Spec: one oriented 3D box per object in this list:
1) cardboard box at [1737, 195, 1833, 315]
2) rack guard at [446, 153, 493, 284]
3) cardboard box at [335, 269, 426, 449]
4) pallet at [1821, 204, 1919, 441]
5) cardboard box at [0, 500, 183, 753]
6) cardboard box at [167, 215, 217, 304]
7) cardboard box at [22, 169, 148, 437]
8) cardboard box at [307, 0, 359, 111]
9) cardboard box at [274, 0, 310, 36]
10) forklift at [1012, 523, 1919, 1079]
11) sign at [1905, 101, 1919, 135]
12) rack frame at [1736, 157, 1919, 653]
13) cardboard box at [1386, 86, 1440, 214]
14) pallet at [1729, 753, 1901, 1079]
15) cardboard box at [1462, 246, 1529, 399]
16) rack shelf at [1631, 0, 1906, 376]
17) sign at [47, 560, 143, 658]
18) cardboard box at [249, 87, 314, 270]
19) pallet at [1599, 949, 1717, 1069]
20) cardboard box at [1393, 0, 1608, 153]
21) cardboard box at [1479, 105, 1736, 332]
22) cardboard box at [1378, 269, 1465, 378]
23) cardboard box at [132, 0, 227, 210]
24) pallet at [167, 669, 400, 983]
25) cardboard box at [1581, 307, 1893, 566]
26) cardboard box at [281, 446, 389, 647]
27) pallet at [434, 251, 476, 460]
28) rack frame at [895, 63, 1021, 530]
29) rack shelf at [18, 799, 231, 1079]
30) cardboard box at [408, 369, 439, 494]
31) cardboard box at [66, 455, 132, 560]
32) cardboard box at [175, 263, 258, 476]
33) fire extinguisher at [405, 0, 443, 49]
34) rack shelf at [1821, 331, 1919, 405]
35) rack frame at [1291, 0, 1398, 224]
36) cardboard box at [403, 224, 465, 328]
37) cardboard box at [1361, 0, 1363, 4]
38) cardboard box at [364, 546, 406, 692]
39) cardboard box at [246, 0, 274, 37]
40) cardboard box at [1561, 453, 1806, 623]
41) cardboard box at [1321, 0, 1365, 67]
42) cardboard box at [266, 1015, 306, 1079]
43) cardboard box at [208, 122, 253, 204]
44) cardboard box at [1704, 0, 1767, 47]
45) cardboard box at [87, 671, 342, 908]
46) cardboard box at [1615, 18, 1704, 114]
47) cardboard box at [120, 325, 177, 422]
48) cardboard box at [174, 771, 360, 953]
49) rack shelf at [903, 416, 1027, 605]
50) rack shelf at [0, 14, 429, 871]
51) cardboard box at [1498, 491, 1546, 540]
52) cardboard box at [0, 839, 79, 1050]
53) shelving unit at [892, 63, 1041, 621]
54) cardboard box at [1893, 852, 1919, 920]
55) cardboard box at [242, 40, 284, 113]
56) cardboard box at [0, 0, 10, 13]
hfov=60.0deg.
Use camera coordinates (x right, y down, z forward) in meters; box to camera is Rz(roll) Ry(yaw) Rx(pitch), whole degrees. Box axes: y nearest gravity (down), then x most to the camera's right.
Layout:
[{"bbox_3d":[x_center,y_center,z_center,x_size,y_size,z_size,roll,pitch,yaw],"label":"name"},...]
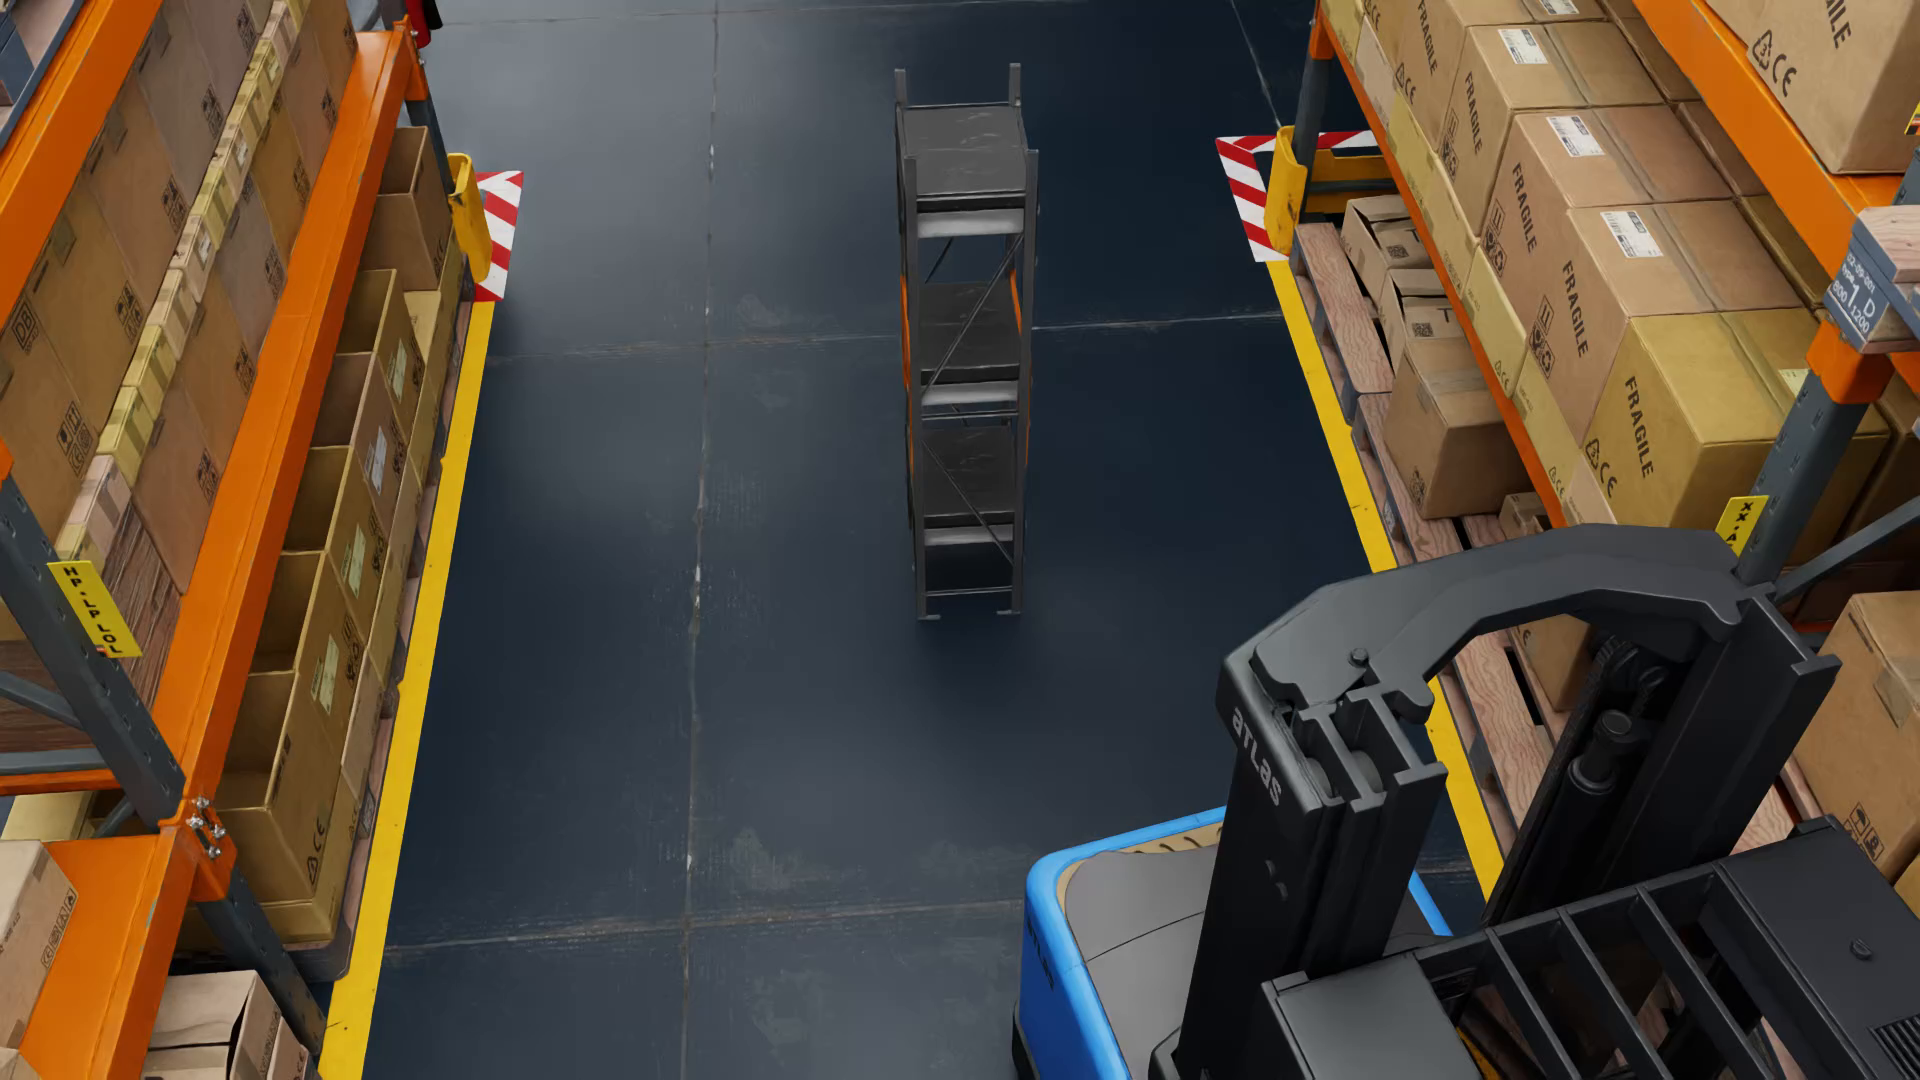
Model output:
[{"bbox_3d":[2.555,-0.672,4.893,0.500,0.500,0.500,-4,47,-4],"label":"cardboard box"},{"bbox_3d":[-2.848,-1.480,7.807,1.175,0.500,0.348,-3,47,-3],"label":"rack guard"},{"bbox_3d":[-2.406,-0.686,6.422,0.500,0.500,0.500,-3,47,-3],"label":"cardboard box"},{"bbox_3d":[2.371,-0.245,2.980,1.213,0.211,1.003,-3,47,-3],"label":"pallet"},{"bbox_3d":[-2.554,0.217,4.409,0.700,0.500,0.500,-5,47,-4],"label":"cardboard box"},{"bbox_3d":[-2.452,-0.823,4.948,0.380,0.149,0.250,-5,47,-4],"label":"cardboard box"},{"bbox_3d":[-2.598,-0.594,4.285,0.700,0.500,0.500,-4,47,-3],"label":"cardboard box"},{"bbox_3d":[-2.819,-2.018,6.526,0.700,0.500,0.500,-3,47,-3],"label":"cardboard box"},{"bbox_3d":[-2.579,-1.940,6.006,0.380,0.149,0.250,-4,47,-4],"label":"cardboard box"},{"bbox_3d":[1.087,1.507,3.304,1.130,2.935,3.031,-13,48,-12],"label":"forklift"},{"bbox_3d":[1.885,-0.902,3.116,0.100,0.325,0.005,-3,47,-3],"label":"sign"},{"bbox_3d":[2.425,0.269,4.430,1.000,3.000,0.127,-3,47,-3],"label":"rack frame"},{"bbox_3d":[1.909,-1.465,6.161,0.500,0.250,0.500,-4,47,-4],"label":"cardboard box"},{"bbox_3d":[2.344,0.896,3.967,1.003,0.211,1.213,-3,47,-3],"label":"pallet"},{"bbox_3d":[1.993,-0.735,5.470,0.500,0.250,0.500,-4,47,-4],"label":"cardboard box"},{"bbox_3d":[2.258,-1.963,4.972,1.077,0.370,4.000,-3,47,-3],"label":"rack shelf"},{"bbox_3d":[-1.971,0.161,3.788,0.100,0.325,0.005,-3,47,-3],"label":"sign"},{"bbox_3d":[-2.735,-1.278,5.826,0.700,0.500,0.500,-3,47,-3],"label":"cardboard box"},{"bbox_3d":[2.492,1.791,4.909,1.003,0.211,1.213,-3,47,-3],"label":"pallet"},{"bbox_3d":[1.899,-1.743,5.907,0.500,0.500,0.500,-5,47,-5],"label":"cardboard box"},{"bbox_3d":[1.999,-0.994,5.198,0.500,0.500,0.500,-5,47,-4],"label":"cardboard box"},{"bbox_3d":[2.106,-0.934,7.117,0.500,0.311,0.500,0,47,0],"label":"cardboard box"},{"bbox_3d":[-2.680,-1.318,4.970,0.700,0.500,0.500,-3,47,-3],"label":"cardboard box"},{"bbox_3d":[-2.535,0.953,5.702,1.003,0.211,1.213,-3,47,-3],"label":"pallet"},{"bbox_3d":[2.078,-0.268,4.511,0.500,0.500,0.500,-4,47,-3],"label":"cardboard box"},{"bbox_3d":[-2.321,0.037,5.737,0.500,0.500,0.500,-3,47,-3],"label":"cardboard box"},{"bbox_3d":[-2.740,-0.812,7.374,1.003,0.211,1.213,-3,47,-3],"label":"pallet"},{"bbox_3d":[-0.007,-0.779,6.041,0.400,2.100,0.015,-3,47,-3],"label":"rack frame"},{"bbox_3d":[-2.343,2.267,3.033,1.077,0.370,4.000,-3,47,-3],"label":"rack shelf"},{"bbox_3d":[-2.409,-0.428,6.694,0.500,0.250,0.500,-3,47,-3],"label":"cardboard box"},{"bbox_3d":[-2.361,-0.073,4.237,0.380,0.149,0.250,-3,47,-3],"label":"cardboard box"},{"bbox_3d":[-2.643,-0.527,5.114,0.700,0.500,0.500,-3,47,-3],"label":"cardboard box"},{"bbox_3d":[-2.393,-2.409,7.019,0.296,0.674,0.183,-3,47,-3],"label":"fire extinguisher"},{"bbox_3d":[2.593,0.931,2.231,1.077,0.370,4.000,-3,47,-3],"label":"rack shelf"},{"bbox_3d":[2.090,-2.626,7.171,1.000,3.000,0.127,-3,47,-3],"label":"rack frame"},{"bbox_3d":[-2.506,-1.151,7.378,0.500,0.250,0.500,-3,47,-3],"label":"cardboard box"},{"bbox_3d":[1.831,-2.475,6.601,0.500,0.500,0.500,-3,47,-3],"label":"cardboard box"},{"bbox_3d":[-2.321,0.295,6.009,0.500,0.250,0.500,-3,47,-3],"label":"cardboard box"},{"bbox_3d":[-2.765,-2.045,5.659,0.700,0.500,0.500,-5,47,-4],"label":"cardboard box"},{"bbox_3d":[2.084,-0.011,4.784,0.500,0.250,0.500,-3,47,-3],"label":"cardboard box"},{"bbox_3d":[1.815,-2.208,6.865,0.500,0.250,0.500,-5,47,-4],"label":"cardboard box"},{"bbox_3d":[-2.187,1.656,4.720,0.500,0.250,0.500,-4,47,-4],"label":"cardboard box"},{"bbox_3d":[-2.492,-1.192,5.298,0.380,0.149,0.250,-4,47,-4],"label":"cardboard box"},{"bbox_3d":[2.107,-1.521,3.976,0.500,0.500,0.500,-7,47,-7],"label":"cardboard box"},{"bbox_3d":[-2.237,0.761,5.051,0.500,0.500,0.500,-3,47,-3],"label":"cardboard box"},{"bbox_3d":[2.464,-1.408,5.590,0.500,0.500,0.500,-3,47,-3],"label":"cardboard box"},{"bbox_3d":[-2.408,-0.449,4.594,0.380,0.149,0.250,-4,47,-4],"label":"cardboard box"},{"bbox_3d":[-2.247,1.019,5.323,0.500,0.250,0.500,-3,47,-3],"label":"cardboard box"},{"bbox_3d":[0.014,-0.112,6.392,0.431,0.518,0.480,-3,47,-3],"label":"rack shelf"},{"bbox_3d":[-2.678,-0.627,5.774,1.077,0.370,4.000,-3,47,-3],"label":"rack shelf"},{"bbox_3d":[2.311,-0.061,6.402,0.380,0.149,0.250,-7,47,-6],"label":"cardboard box"},{"bbox_3d":[-2.426,0.977,3.862,0.500,0.250,0.500,-1,47,-1],"label":"cardboard box"},{"bbox_3d":[0.014,-0.602,5.874,0.431,2.100,0.503,-3,47,-3],"label":"shelving unit"},{"bbox_3d":[2.474,0.858,3.500,0.700,0.500,0.500,1,47,1],"label":"cardboard box"},{"bbox_3d":[-2.538,-1.568,5.653,0.380,0.149,0.250,-2,47,-2],"label":"cardboard box"},{"bbox_3d":[-2.335,-1.392,3.612,0.500,0.311,0.500,-6,47,-5],"label":"cardboard box"}]
